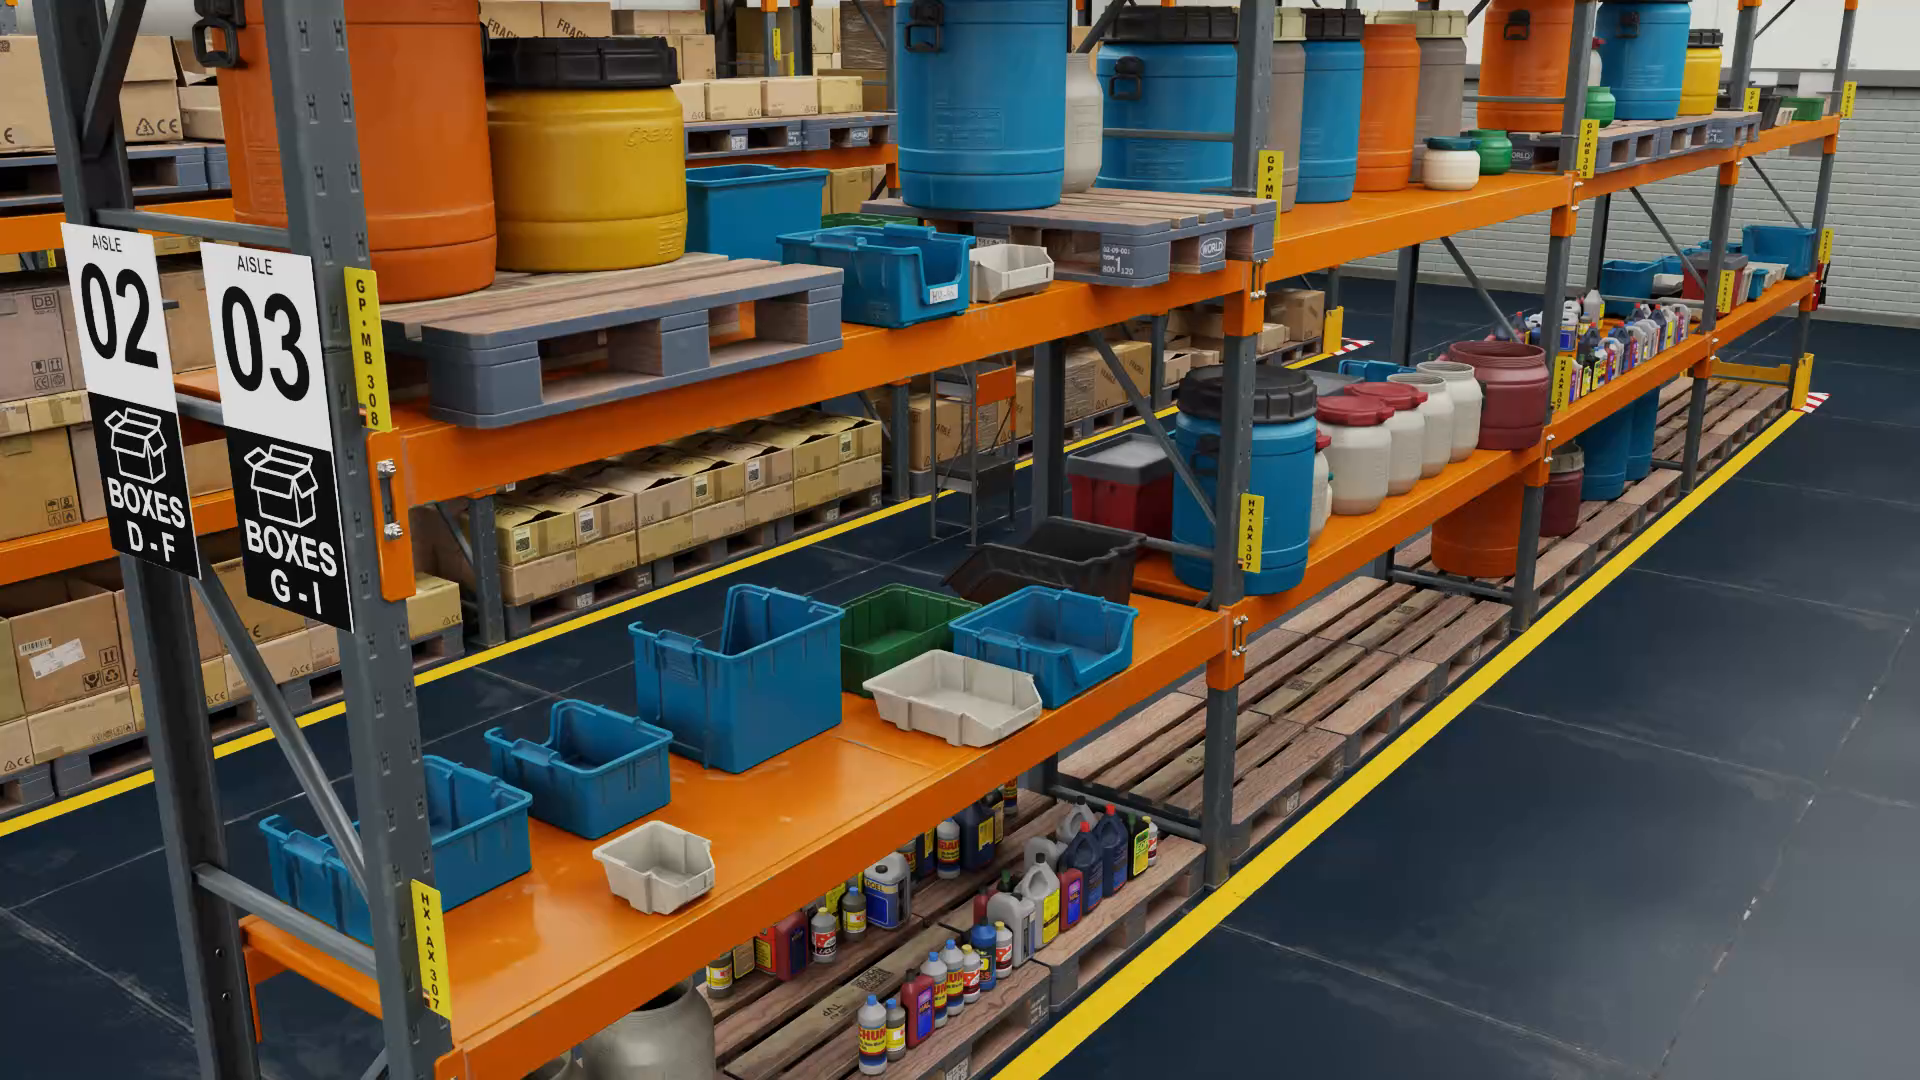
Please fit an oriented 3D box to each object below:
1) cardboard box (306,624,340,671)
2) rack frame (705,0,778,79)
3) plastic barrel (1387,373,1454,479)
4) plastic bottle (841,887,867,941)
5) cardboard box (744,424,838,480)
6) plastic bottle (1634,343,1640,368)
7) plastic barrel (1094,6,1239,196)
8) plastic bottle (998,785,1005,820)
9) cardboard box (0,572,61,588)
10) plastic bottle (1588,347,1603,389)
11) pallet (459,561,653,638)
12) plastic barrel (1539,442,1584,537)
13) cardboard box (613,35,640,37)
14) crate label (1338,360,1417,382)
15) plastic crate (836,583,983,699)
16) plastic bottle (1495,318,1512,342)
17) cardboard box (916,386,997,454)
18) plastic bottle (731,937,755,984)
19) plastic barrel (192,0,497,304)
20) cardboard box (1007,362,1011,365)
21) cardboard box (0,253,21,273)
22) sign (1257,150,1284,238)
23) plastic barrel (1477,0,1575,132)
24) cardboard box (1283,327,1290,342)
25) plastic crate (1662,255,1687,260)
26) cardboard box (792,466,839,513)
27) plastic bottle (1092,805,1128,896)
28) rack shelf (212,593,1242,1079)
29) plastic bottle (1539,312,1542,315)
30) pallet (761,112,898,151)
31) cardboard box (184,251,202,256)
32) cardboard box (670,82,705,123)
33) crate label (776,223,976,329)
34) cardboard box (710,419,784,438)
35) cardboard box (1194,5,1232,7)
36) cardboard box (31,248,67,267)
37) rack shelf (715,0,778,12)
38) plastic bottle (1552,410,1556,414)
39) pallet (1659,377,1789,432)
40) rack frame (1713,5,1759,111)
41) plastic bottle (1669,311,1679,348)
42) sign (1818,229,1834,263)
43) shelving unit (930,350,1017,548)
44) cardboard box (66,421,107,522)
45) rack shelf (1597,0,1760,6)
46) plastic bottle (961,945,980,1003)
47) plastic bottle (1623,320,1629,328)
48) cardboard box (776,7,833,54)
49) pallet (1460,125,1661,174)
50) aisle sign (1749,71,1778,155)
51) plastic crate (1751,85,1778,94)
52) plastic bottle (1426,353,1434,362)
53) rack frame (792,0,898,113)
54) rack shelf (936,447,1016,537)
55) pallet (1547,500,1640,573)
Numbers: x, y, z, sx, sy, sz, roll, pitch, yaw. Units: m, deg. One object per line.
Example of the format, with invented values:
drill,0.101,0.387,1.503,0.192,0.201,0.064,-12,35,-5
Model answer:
cardboard box,-3.628,0.508,9.480,0.500,0.250,0.500,12,21,35
rack frame,-2.435,-6.516,18.054,1.000,3.000,0.127,12,21,35
plastic barrel,2.446,-0.618,8.988,0.421,0.512,0.421,0,17,0
plastic bottle,-0.413,1.451,6.489,0.097,0.201,0.097,0,17,0
cardboard box,-1.256,-0.686,12.378,0.500,0.311,0.500,12,21,34
plastic bottle,4.763,-1.328,11.797,0.097,0.201,0.097,0,17,0
plastic barrel,0.884,-1.827,7.165,0.600,0.901,0.708,12,21,35
plastic bottle,0.153,1.154,7.448,0.097,0.201,0.097,0,17,0
cardboard box,-4.940,0.415,8.515,0.500,0.500,0.500,12,21,35
plastic bottle,4.239,-1.152,11.113,0.097,0.271,0.097,0,17,0
pallet,-2.813,0.278,10.993,1.003,0.211,1.213,12,21,35
plastic barrel,4.089,-0.385,11.785,0.600,0.588,0.708,12,21,35
cardboard box,-3.677,-4.900,16.995,0.700,0.500,0.500,12,21,35
crate label,2.329,-0.776,9.625,0.502,0.435,0.616,12,21,35
plastic crate,-0.281,0.379,6.322,0.450,0.188,0.662,12,21,35
plastic bottle,3.846,-1.399,11.774,0.144,0.351,0.185,12,21,35
cardboard box,-0.029,-1.024,13.957,0.500,0.500,0.500,12,21,33
plastic bottle,-0.831,1.499,6.199,0.061,0.283,0.133,13,22,36
plastic barrel,-1.441,-1.019,3.977,0.600,0.830,0.708,12,21,35
cardboard box,0.148,-1.354,15.019,0.500,0.500,0.500,11,21,33
cardboard box,-7.235,-1.875,12.178,0.500,0.500,0.500,12,21,35
sign,1.190,-1.332,6.403,0.100,0.325,0.005,12,21,35
plastic barrel,3.479,-2.921,10.102,0.600,0.830,0.708,12,21,35
cardboard box,3.489,-2.333,18.734,0.380,0.166,0.250,12,21,35
plastic crate,6.709,-2.488,15.379,0.416,0.233,0.300,12,21,35
cardboard box,-1.259,-0.420,12.466,0.500,0.250,0.500,12,21,34
plastic bottle,0.603,1.264,6.840,0.144,0.351,0.185,12,21,33
rack shelf,-0.437,0.825,5.744,1.077,0.370,4.000,12,21,35
plastic bottle,4.388,-1.578,12.477,0.152,0.276,0.135,12,21,35
pallet,-1.170,-2.989,12.072,1.213,0.211,1.003,14,22,37
cardboard box,-3.780,-1.311,9.053,0.700,0.500,0.500,12,21,35
cardboard box,-2.032,-2.877,10.939,0.500,0.250,0.500,10,20,30
crate label,-0.248,-0.792,4.928,0.502,0.251,0.408,12,21,35
cardboard box,-1.692,-0.780,12.680,0.500,0.311,0.500,12,21,33
cardboard box,2.217,-4.951,16.218,0.700,0.500,0.500,12,21,35
cardboard box,-6.871,-2.119,13.099,0.700,0.500,0.500,12,21,35
rack shelf,-1.243,-6.458,19.754,1.077,0.370,4.000,12,21,35
plastic bottle,3.656,-0.935,10.405,0.152,0.276,0.135,12,21,35
pallet,7.382,-1.332,16.178,1.003,0.211,1.213,12,21,35
rack frame,5.522,-4.766,12.417,1.000,3.000,0.127,12,21,35
plastic bottle,5.329,-1.603,12.559,0.152,0.276,0.135,12,21,35
sign,8.356,-2.838,16.050,0.100,0.325,0.005,12,21,35
shelving unit,0.099,-1.042,12.059,0.431,2.100,0.503,12,21,35
cardboard box,-4.396,-0.445,8.449,0.700,0.500,0.500,13,22,36
rack shelf,4.330,-3.755,11.049,1.077,0.370,4.000,12,21,35
plastic bottle,0.025,1.578,6.081,0.097,0.201,0.097,0,17,0
plastic bottle,4.837,-1.467,12.126,0.097,0.271,0.097,0,17,0
cardboard box,-1.785,-5.739,18.720,0.500,0.500,0.500,12,21,34
pallet,3.673,-2.455,10.353,1.003,0.211,1.213,12,21,35
aisle sign,7.709,-4.165,16.213,0.394,0.787,0.004,12,21,35
plastic crate,7.452,-4.181,15.812,0.497,0.269,0.590,12,21,35
plastic bottle,3.037,-1.064,10.809,0.061,0.283,0.133,12,21,35
rack frame,-0.838,-4.689,12.170,1.000,3.000,0.127,12,21,35
rack shelf,0.099,-0.361,12.271,0.431,0.518,0.480,12,21,35
pallet,4.302,-0.101,12.212,1.003,0.211,1.213,12,21,35
